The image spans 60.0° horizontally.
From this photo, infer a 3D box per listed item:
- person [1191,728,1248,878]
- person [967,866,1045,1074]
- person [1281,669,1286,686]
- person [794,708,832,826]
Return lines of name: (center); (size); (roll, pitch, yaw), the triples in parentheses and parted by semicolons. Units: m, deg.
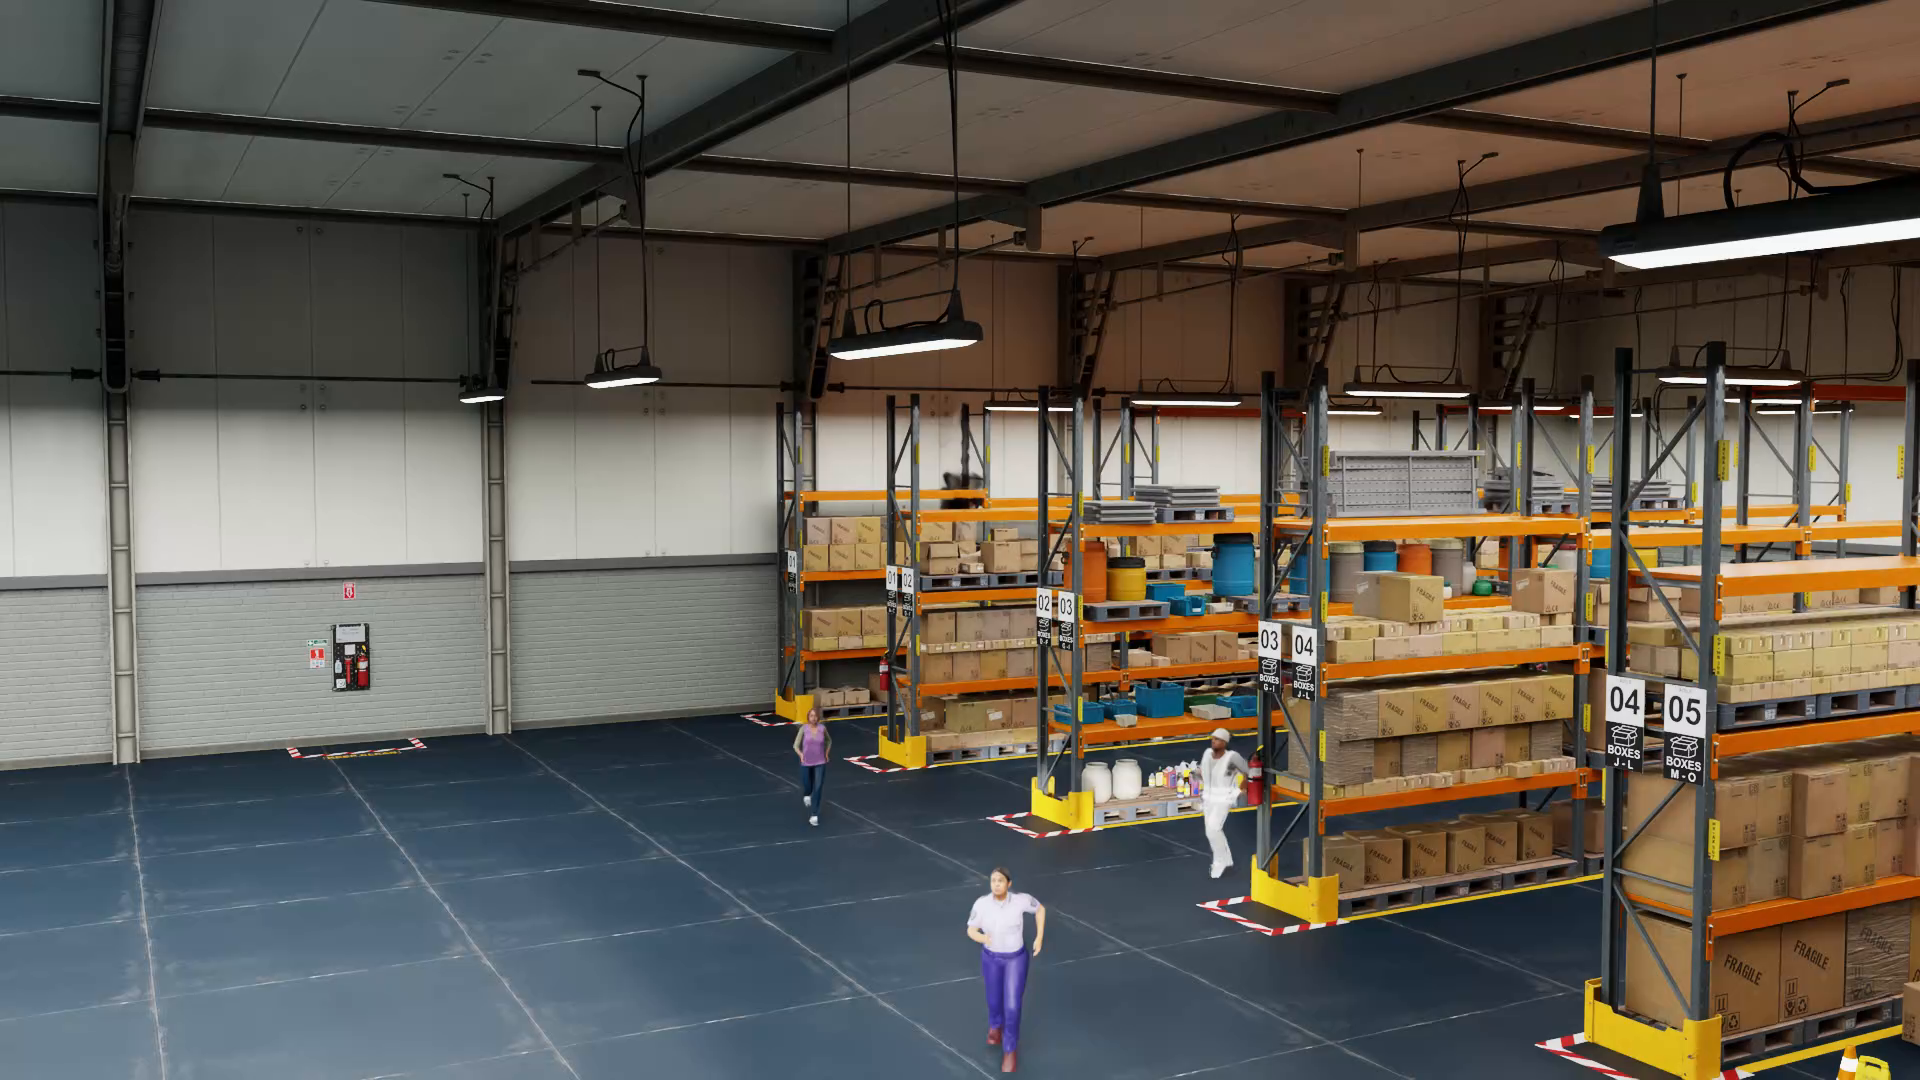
person: (3.093, 3.162, 19.928); (0.676, 1.831, 0.682); (-2, 4, -35)
person: (0.366, 3.561, 13.957); (0.574, 1.689, 0.871); (1, 3, 12)
person: (6.532, 2.393, 33.672); (0.889, 1.754, 0.610); (-2, 4, -29)
person: (-2.025, 3.100, 22.935); (0.539, 1.565, 0.748); (-1, 3, -10)
